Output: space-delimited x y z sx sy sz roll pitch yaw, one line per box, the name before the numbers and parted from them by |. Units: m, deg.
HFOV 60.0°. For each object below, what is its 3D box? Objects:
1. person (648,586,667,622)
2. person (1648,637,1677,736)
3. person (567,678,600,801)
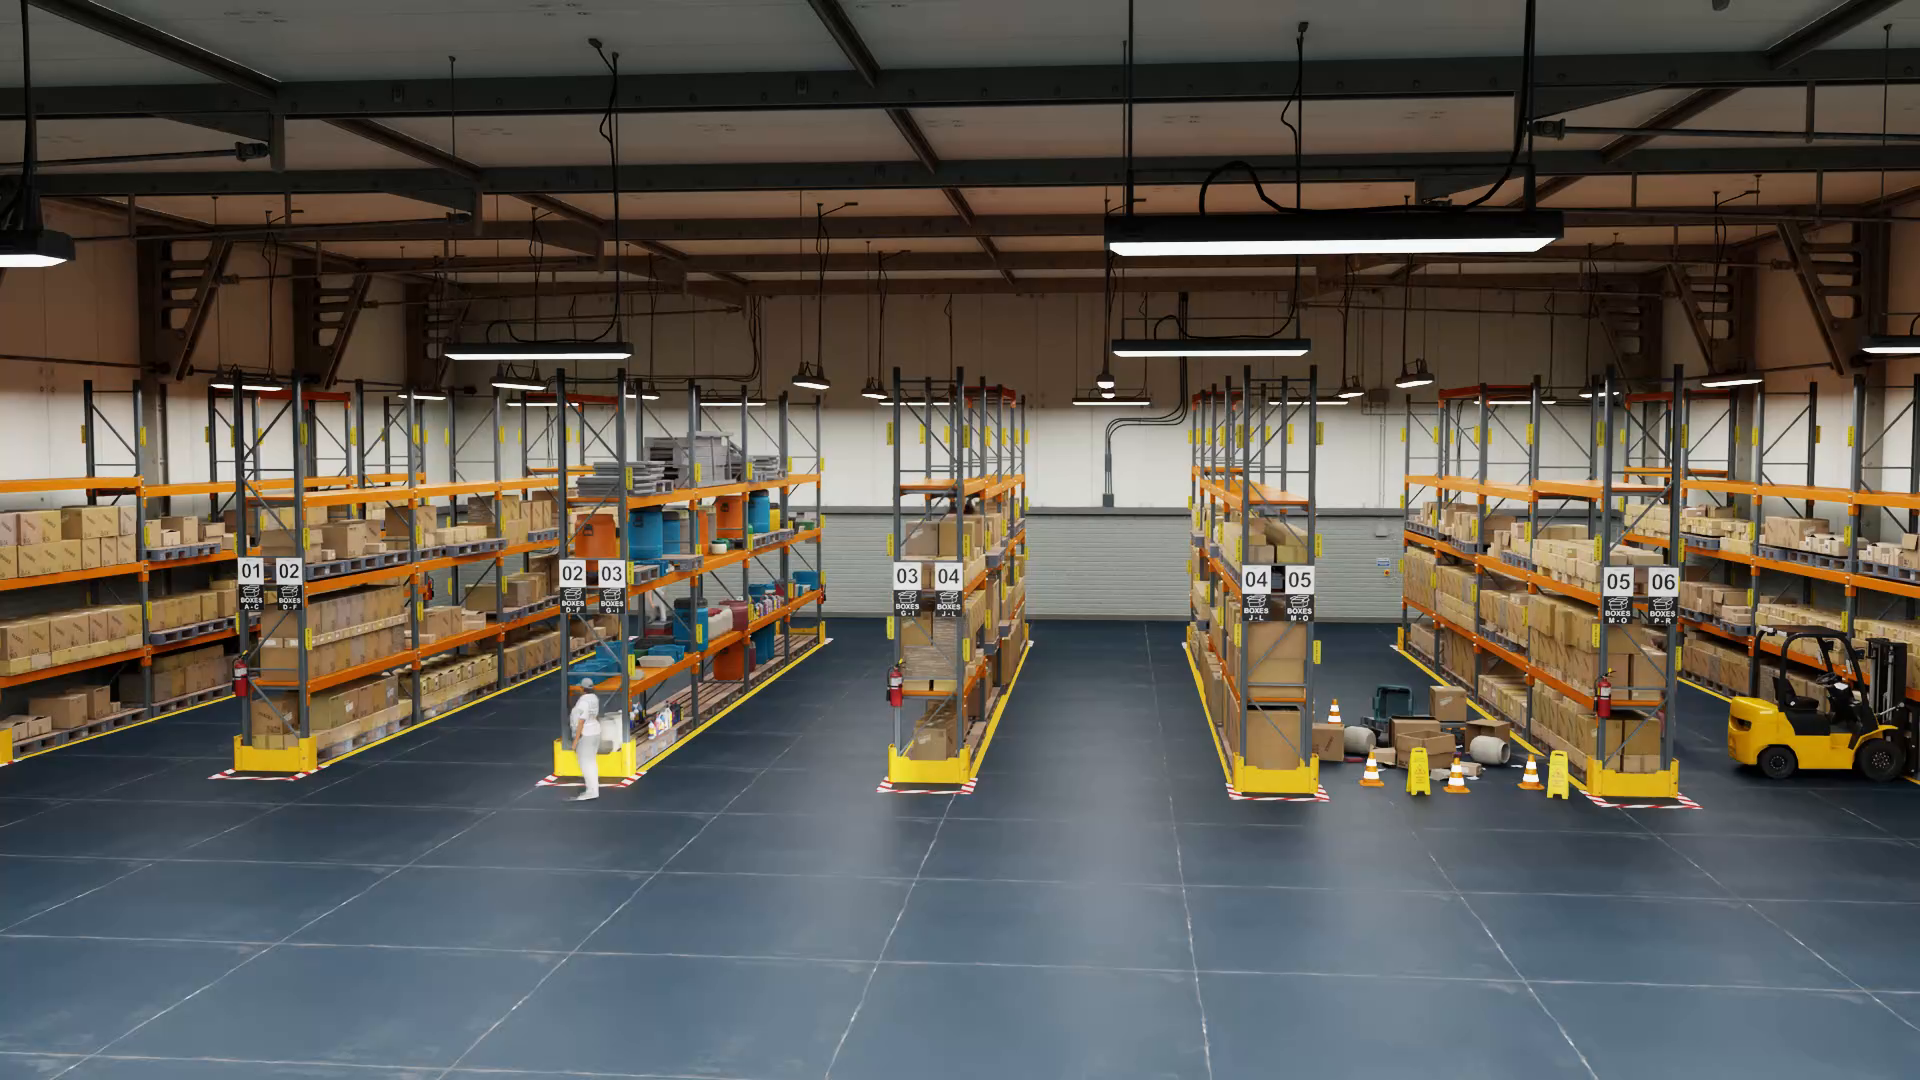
person | -7.528 1.620 41.413 0.459 1.627 0.990 -2 4 -26
person | 11.721 2.479 27.859 0.610 1.688 0.642 0 4 4
person | -5.191 2.745 23.008 0.387 1.680 0.525 0 4 7
